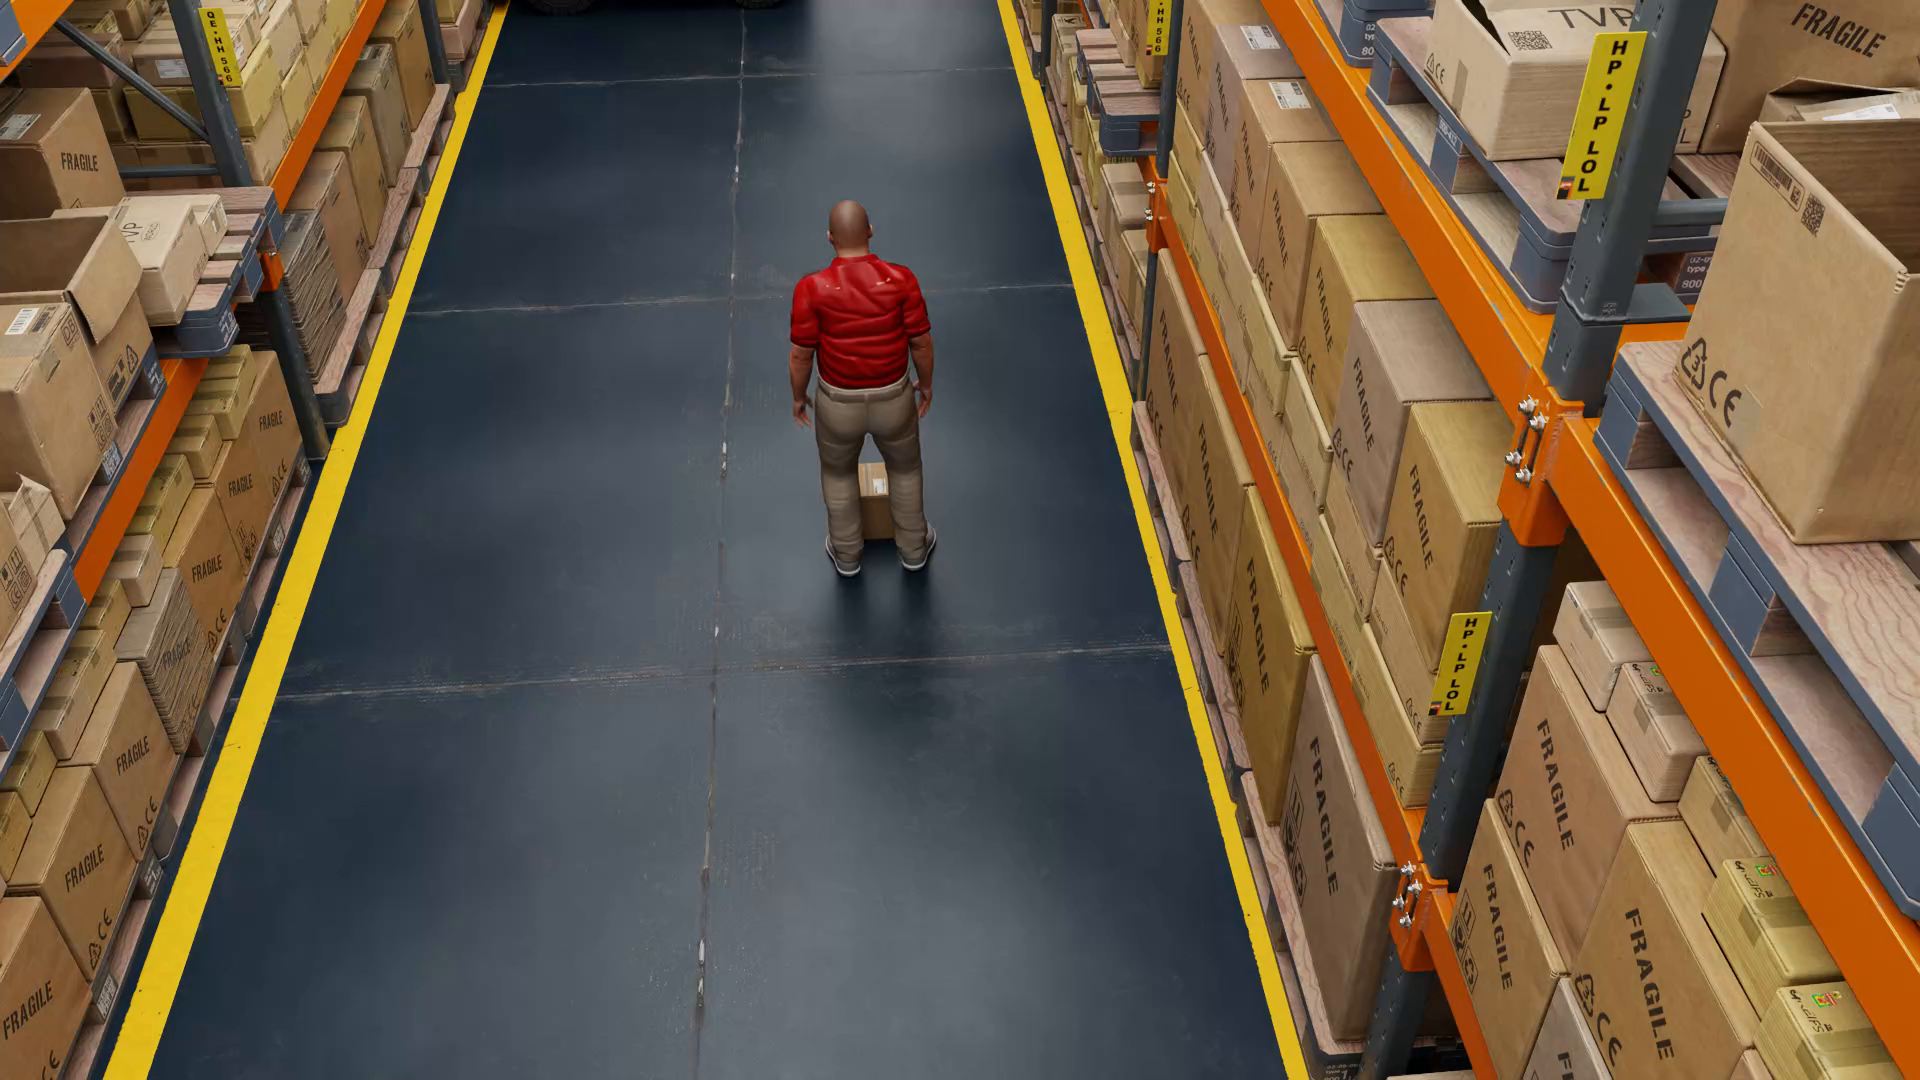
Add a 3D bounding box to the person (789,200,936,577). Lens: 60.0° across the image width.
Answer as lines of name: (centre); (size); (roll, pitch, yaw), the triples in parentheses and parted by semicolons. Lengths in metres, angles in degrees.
person: (-0.396, -0.594, 6.900); (0.605, 1.728, 0.385); (-5, 39, -6)
